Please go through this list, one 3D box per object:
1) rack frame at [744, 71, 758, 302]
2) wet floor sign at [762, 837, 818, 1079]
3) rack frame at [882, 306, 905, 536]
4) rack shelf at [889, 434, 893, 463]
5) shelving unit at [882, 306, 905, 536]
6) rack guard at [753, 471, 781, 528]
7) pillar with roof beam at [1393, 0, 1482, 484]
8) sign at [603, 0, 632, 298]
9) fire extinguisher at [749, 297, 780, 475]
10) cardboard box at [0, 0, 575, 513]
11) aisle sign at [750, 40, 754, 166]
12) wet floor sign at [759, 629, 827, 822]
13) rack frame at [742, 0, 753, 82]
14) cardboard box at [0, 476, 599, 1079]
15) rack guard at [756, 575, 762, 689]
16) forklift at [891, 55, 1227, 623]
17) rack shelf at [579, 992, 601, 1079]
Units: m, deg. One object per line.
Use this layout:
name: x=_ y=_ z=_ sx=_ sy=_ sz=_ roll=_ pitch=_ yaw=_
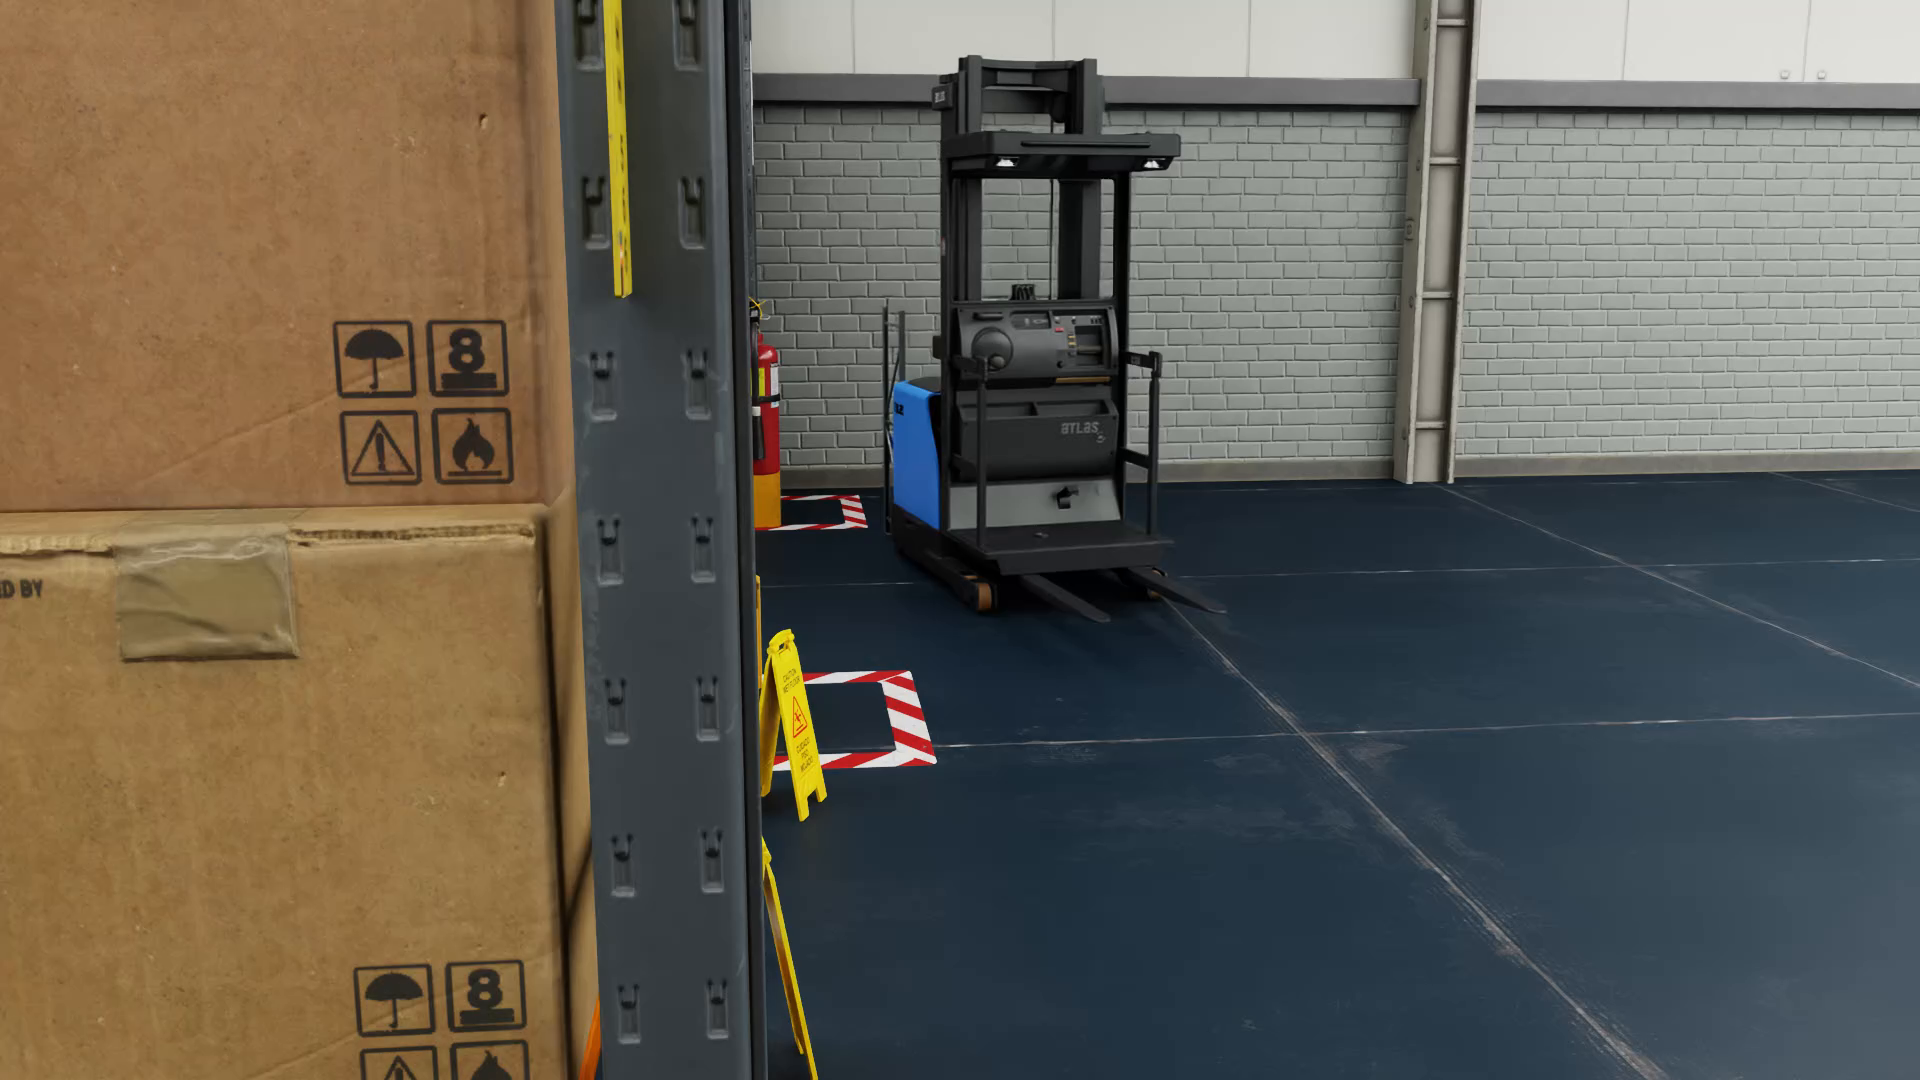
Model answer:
rack frame: x=-1.476 y=-1.666 z=11.565 sx=0.127 sy=3.000 sz=1.000 roll=-1 pitch=11 yaw=-6
wet floor sign: x=-0.487 y=1.008 z=4.067 sx=0.232 sy=0.644 sz=0.267 roll=-3 pitch=12 yaw=-16
rack frame: x=-0.425 y=-0.738 z=10.733 sx=0.032 sy=1.500 sz=0.500 roll=-3 pitch=12 yaw=-15
rack shelf: x=0.064 y=-0.588 z=10.902 sx=1.000 sy=0.185 sz=0.538 roll=-3 pitch=12 yaw=-15
shelving unit: x=0.064 y=-0.764 z=10.868 sx=1.048 sy=1.500 sz=0.538 roll=-3 pitch=12 yaw=-15
rack guard: x=-1.452 y=-0.440 z=11.809 sx=0.348 sy=0.500 sz=1.175 roll=-1 pitch=11 yaw=-6
pillar with roof beam: x=4.164 y=-4.067 z=8.228 sx=0.400 sy=9.000 sz=9.100 roll=-1 pitch=11 yaw=-6
sign: x=-0.257 y=-0.347 z=1.240 sx=0.005 sy=0.325 sz=0.100 roll=-1 pitch=11 yaw=-6
fire extinguisher: x=-0.773 y=-0.590 z=6.294 sx=0.183 sy=0.674 sz=0.296 roll=-1 pitch=11 yaw=-6
cardboard box: x=-0.675 y=-0.370 z=1.786 sx=0.550 sy=0.550 sz=0.875 roll=-1 pitch=11 yaw=-6
aisle sign: x=-1.379 y=-2.886 z=11.035 sx=0.004 sy=0.787 sz=0.394 roll=-1 pitch=11 yaw=-6
wet floor sign: x=-0.632 y=0.643 z=5.927 sx=0.232 sy=0.644 sz=0.267 roll=3 pitch=11 yaw=14
rack frame: x=-1.476 y=-4.609 z=10.987 sx=0.127 sy=3.000 sz=1.000 roll=-1 pitch=11 yaw=-6
cardboard box: x=-0.665 y=0.176 z=1.808 sx=0.550 sy=0.550 sz=0.875 roll=-1 pitch=11 yaw=-6
rack guard: x=-1.012 y=0.514 z=6.957 sx=0.348 sy=0.500 sz=1.175 roll=-1 pitch=11 yaw=-6
forklift: x=0.502 y=-1.136 z=9.046 sx=1.130 sy=2.935 sz=3.031 roll=-4 pitch=12 yaw=-17
rack shelf: x=-2.290 y=0.628 z=1.763 sx=4.000 sy=0.370 sz=1.077 roll=-1 pitch=11 yaw=-6
